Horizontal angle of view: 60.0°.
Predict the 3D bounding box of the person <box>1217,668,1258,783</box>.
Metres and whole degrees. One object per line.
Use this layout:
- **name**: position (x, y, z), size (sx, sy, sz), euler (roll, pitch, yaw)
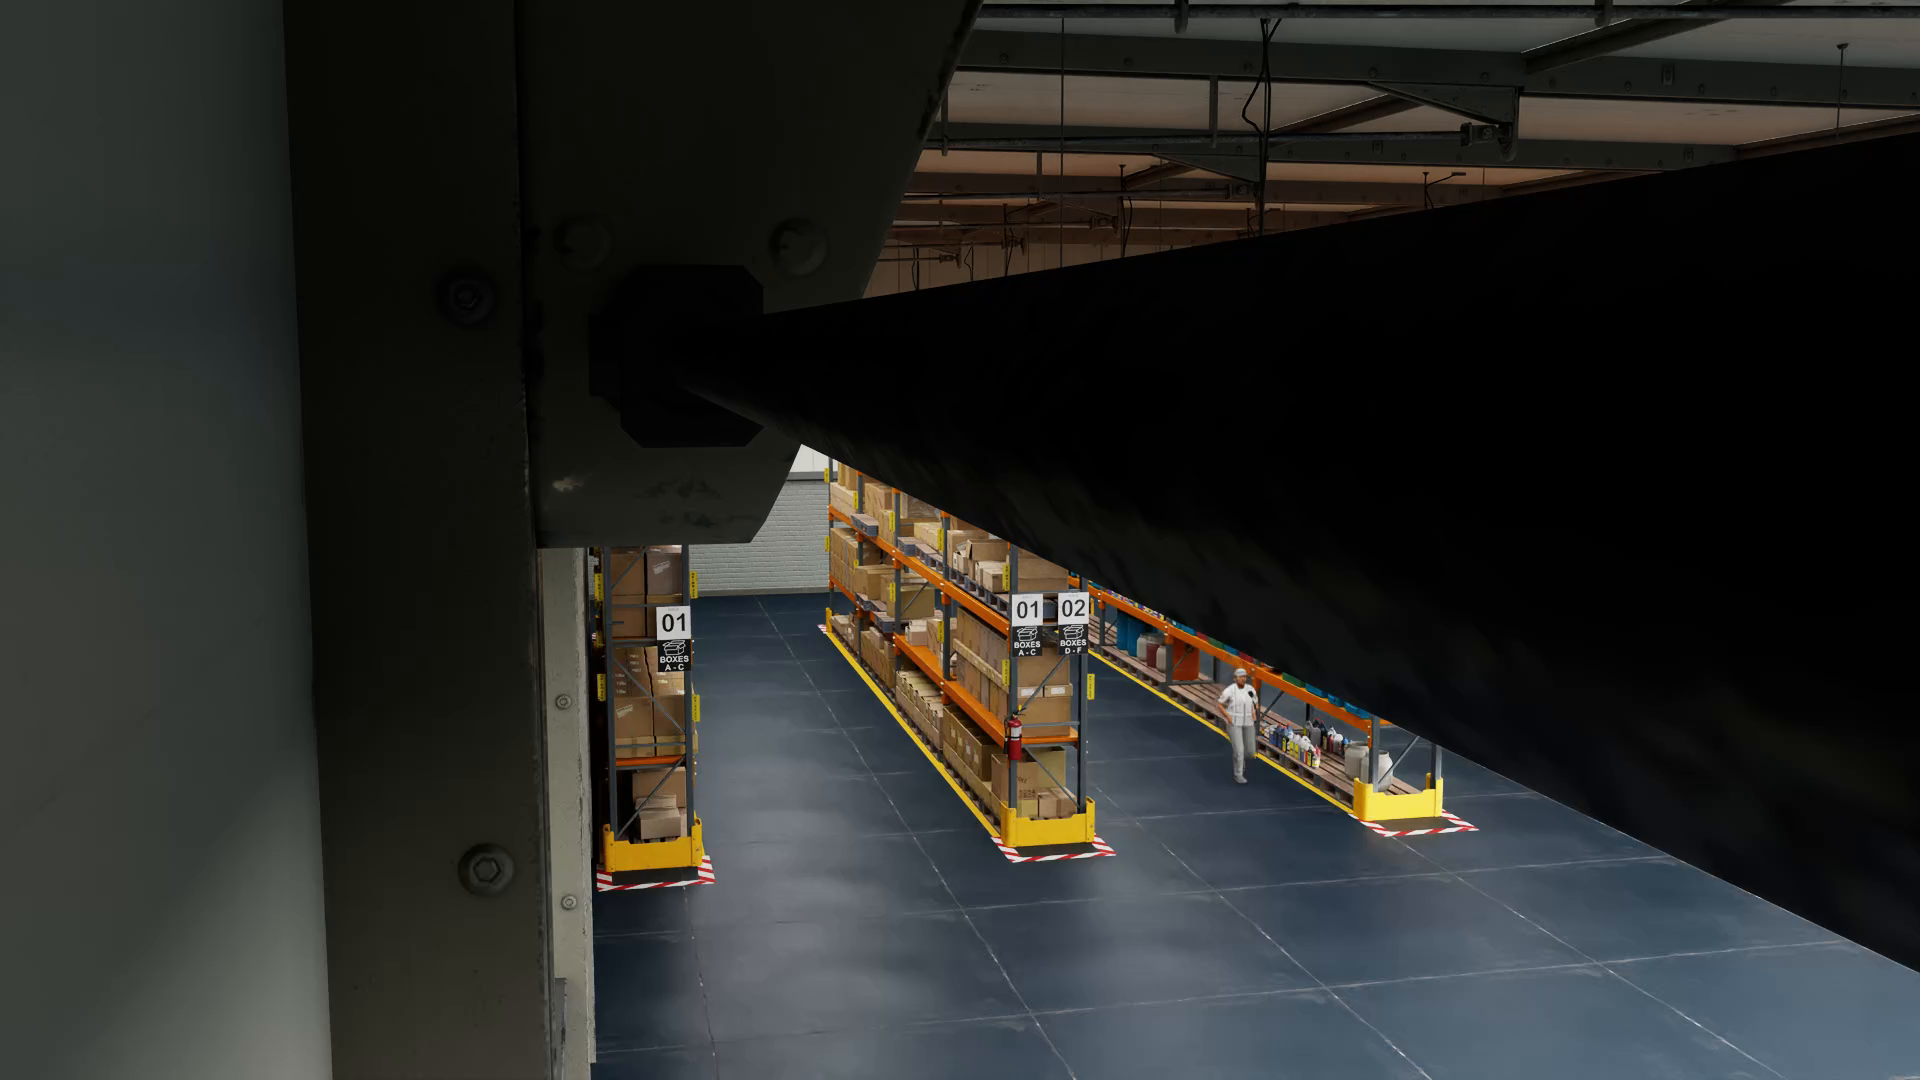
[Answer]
- **person**: position (4.023, 2.646, 23.997), size (0.611, 1.618, 0.652), euler (-1, 7, -10)
